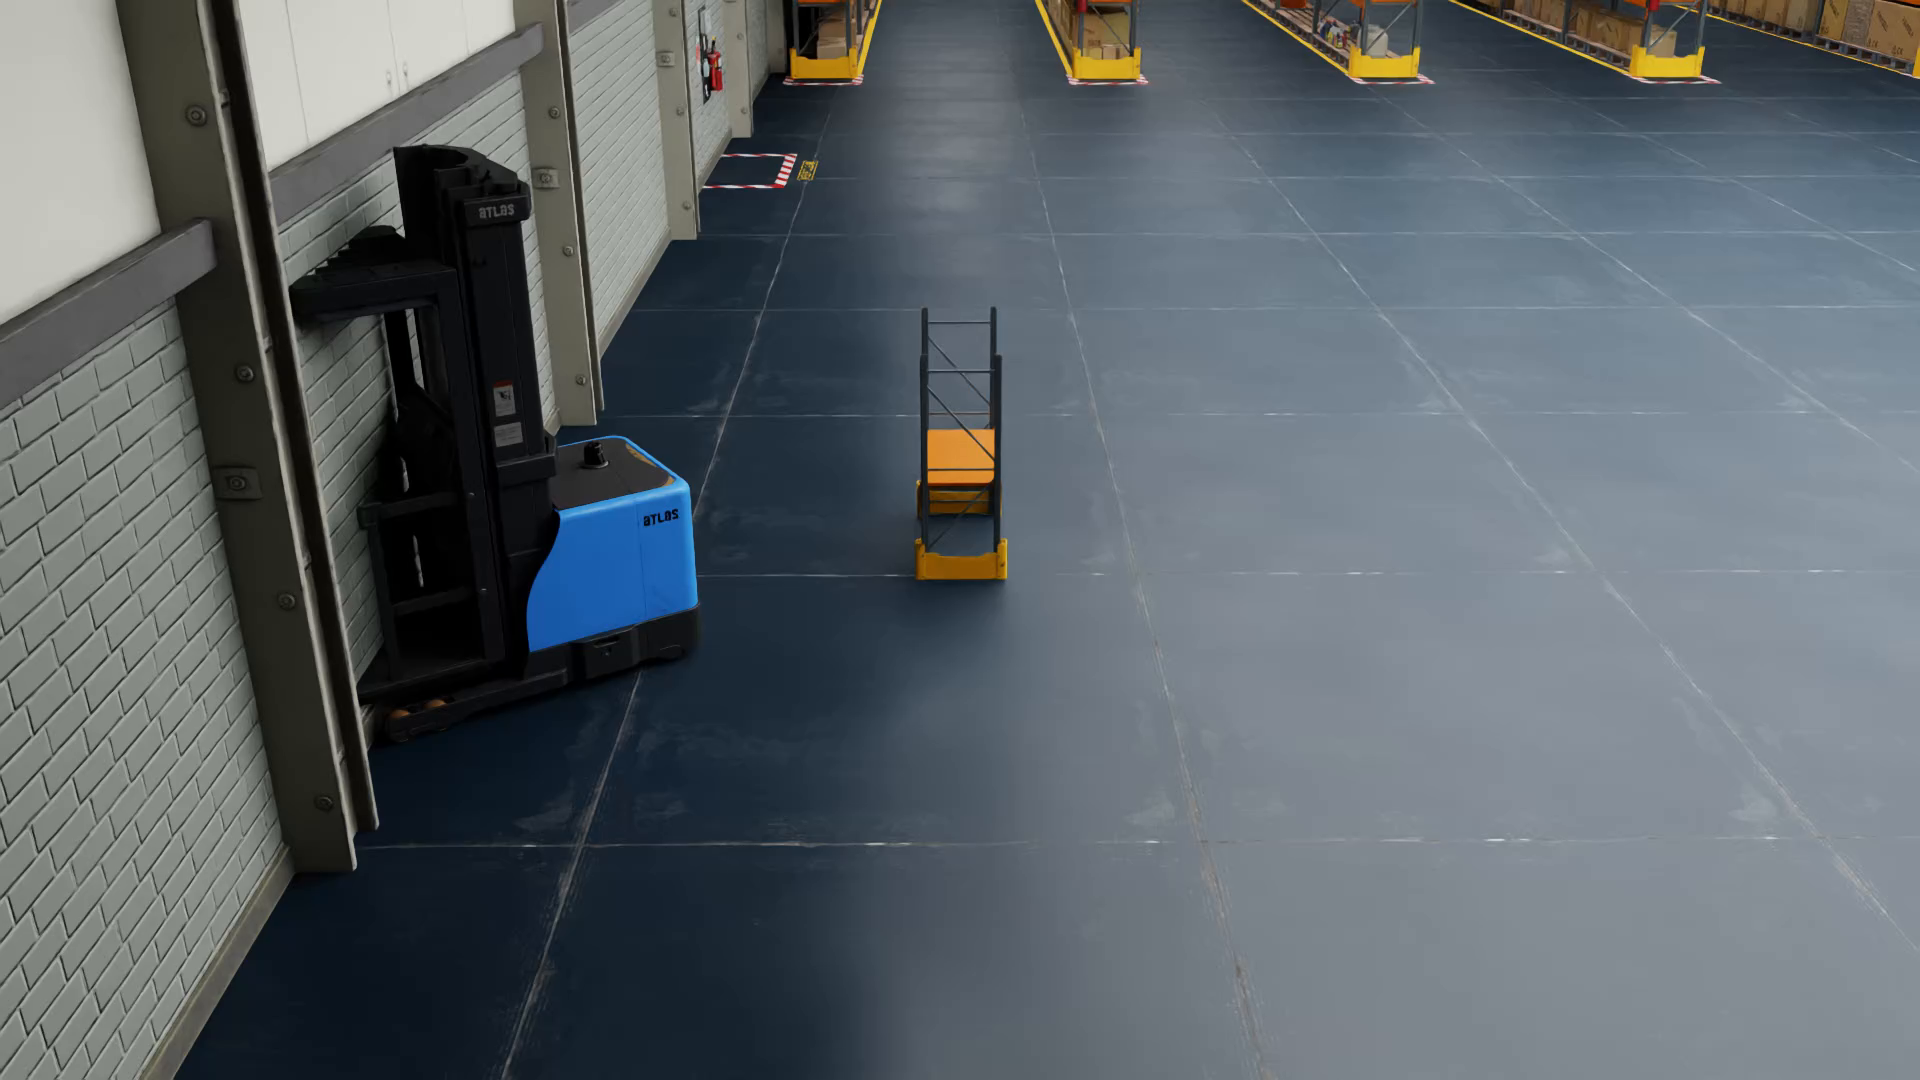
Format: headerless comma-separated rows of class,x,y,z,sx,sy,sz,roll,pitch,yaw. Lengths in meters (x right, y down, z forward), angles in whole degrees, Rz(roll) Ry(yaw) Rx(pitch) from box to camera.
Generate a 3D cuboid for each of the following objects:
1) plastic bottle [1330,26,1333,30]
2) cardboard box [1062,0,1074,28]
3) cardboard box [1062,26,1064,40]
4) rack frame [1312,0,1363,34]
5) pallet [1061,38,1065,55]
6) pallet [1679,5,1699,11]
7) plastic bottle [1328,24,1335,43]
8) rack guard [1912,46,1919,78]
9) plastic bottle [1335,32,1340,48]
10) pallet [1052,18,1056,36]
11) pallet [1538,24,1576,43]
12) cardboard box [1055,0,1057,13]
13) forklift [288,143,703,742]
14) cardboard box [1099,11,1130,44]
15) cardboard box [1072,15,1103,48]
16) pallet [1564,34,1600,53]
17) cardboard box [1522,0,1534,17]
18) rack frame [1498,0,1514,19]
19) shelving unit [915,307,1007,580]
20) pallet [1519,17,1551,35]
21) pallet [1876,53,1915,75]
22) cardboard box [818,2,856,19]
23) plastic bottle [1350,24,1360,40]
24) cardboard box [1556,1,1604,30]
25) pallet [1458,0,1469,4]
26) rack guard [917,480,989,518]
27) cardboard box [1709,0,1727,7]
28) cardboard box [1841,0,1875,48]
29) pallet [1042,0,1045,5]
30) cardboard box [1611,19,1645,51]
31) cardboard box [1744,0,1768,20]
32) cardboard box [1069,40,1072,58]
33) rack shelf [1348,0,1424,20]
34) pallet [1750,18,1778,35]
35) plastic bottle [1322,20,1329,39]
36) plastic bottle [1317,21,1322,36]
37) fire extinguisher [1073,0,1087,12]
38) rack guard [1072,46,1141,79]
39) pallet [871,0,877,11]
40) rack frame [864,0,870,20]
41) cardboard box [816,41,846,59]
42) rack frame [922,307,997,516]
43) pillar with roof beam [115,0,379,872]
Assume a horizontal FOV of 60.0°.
plastic bottle,7.105,-9.674,31.777,0.097,0.271,0.097,0,24,0
cardboard box,2.223,-10.050,31.749,0.500,0.500,0.500,0,24,-1
cardboard box,2.220,-9.709,31.903,0.500,0.250,0.500,0,24,-1
rack frame,7.470,-11.189,32.350,1.000,3.000,0.127,0,24,-1
pallet,2.484,-9.570,32.154,1.003,0.211,1.213,0,24,-1
pallet,17.323,-12.393,38.396,1.003,0.211,1.213,0,24,-1
plastic bottle,7.071,-9.595,31.507,0.144,0.351,0.185,0,24,-1
rack guard,17.428,-8.395,29.206,1.175,0.500,0.348,0,24,-1
plastic bottle,7.036,-9.307,30.950,0.061,0.283,0.133,0,24,1
pallet,2.454,-10.706,34.664,1.003,0.211,1.213,0,24,-1
pallet,12.413,-10.262,33.683,1.003,0.211,1.213,0,24,-1
cardboard box,2.211,-10.948,33.964,0.500,0.311,0.500,0,24,-1
forklift,-3.023,-0.507,8.814,3.031,2.935,1.130,-15,29,-30
cardboard box,2.770,-9.229,29.932,0.500,0.500,0.500,0,24,-1
cardboard box,2.258,-9.020,29.471,0.500,0.500,0.500,0,24,-1
pallet,12.466,-9.665,32.363,1.003,0.211,1.213,0,24,-1
cardboard box,12.426,-11.417,35.353,0.700,0.500,0.500,-2,24,-5
rack frame,12.379,-12.860,36.044,1.000,3.000,0.127,0,24,-1
shelving unit,0.001,-0.652,10.871,0.587,1.500,1.083,0,24,-1
pallet,12.397,-10.766,34.798,1.003,0.211,1.213,0,24,-1
pallet,17.341,-8.603,30.015,1.003,0.211,1.213,0,24,-1
cardboard box,-2.461,-10.510,33.347,0.700,0.500,0.500,1,24,1
plastic bottle,7.620,-9.795,32.038,0.152,0.276,0.135,0,24,-1
cardboard box,12.438,-10.526,33.384,0.700,0.500,0.500,-2,24,-5
pallet,12.420,-12.920,39.561,1.003,0.211,1.213,0,24,-1
rack guard,-0.005,-0.288,11.583,0.587,0.250,0.087,0,24,-1
cardboard box,17.072,-12.163,37.027,0.500,0.500,0.500,0,24,-1
cardboard box,17.334,-9.785,31.313,0.875,0.875,0.875,0,24,0
pallet,2.477,-12.860,39.427,1.003,0.211,1.213,0,24,-1
cardboard box,12.448,-9.377,30.868,0.500,0.500,0.500,2,24,4
cardboard box,17.270,-11.395,35.026,1.050,0.750,0.750,0,24,0
cardboard box,2.242,-8.885,30.081,0.500,0.250,0.500,0,24,-1
rack shelf,7.492,-10.037,30.676,1.077,0.370,4.000,0,24,-1
pallet,17.284,-10.743,34.748,1.003,0.211,1.213,0,24,-1
plastic bottle,7.064,-9.848,32.066,0.144,0.351,0.185,0,24,1
plastic bottle,7.036,-10.013,32.527,0.097,0.271,0.097,0,24,0
fire extinguisher,2.098,-9.434,28.564,0.296,0.674,0.183,0,24,-1
rack guard,2.561,-8.372,29.153,1.175,0.500,0.348,0,24,-1
pallet,-2.423,-12.349,38.299,1.003,0.211,1.213,0,24,-1
rack frame,-2.480,-12.793,35.896,1.000,3.000,0.127,0,24,-1
cardboard box,-2.310,-8.757,29.702,0.500,0.311,0.500,-3,25,-7
rack frame,-0.005,-0.858,11.326,0.500,1.500,0.032,0,24,-1
pillar with roof beam,1.302,-2.644,6.177,9.100,9.000,0.400,0,24,-1
